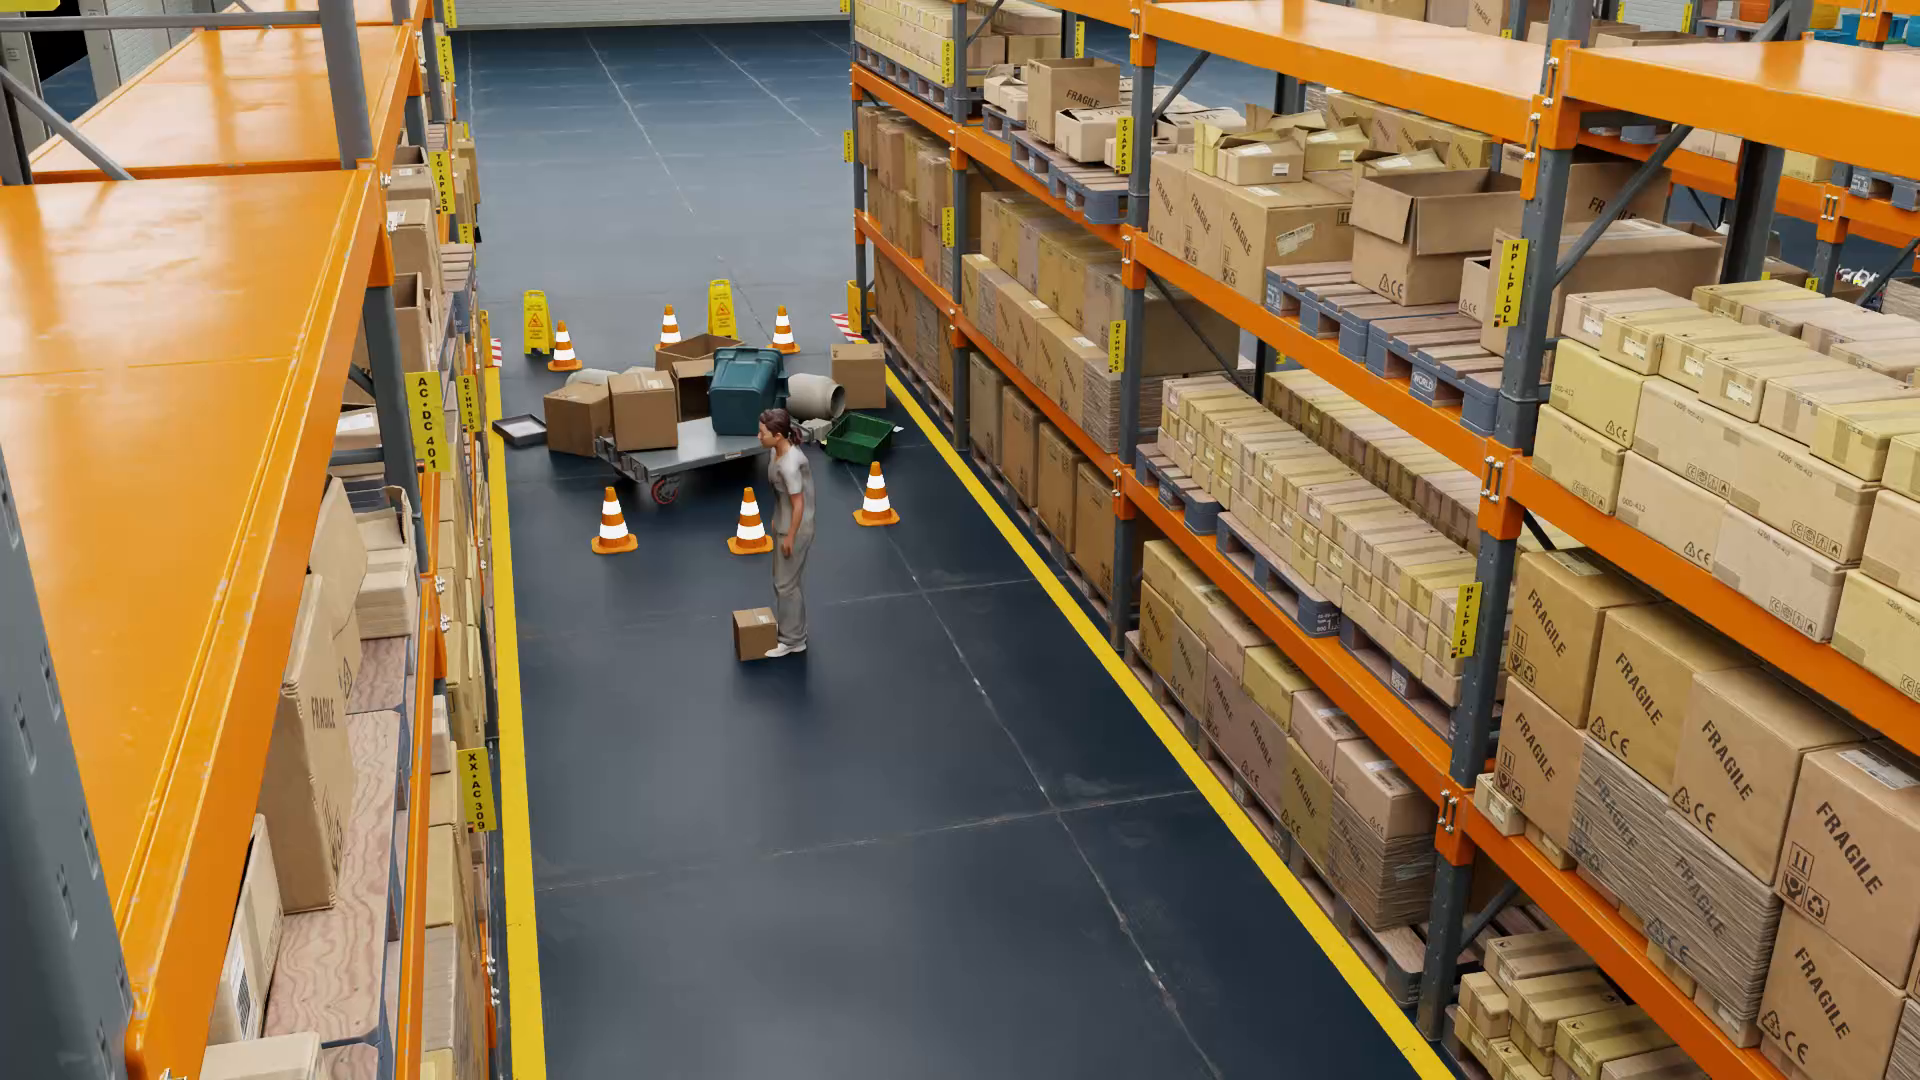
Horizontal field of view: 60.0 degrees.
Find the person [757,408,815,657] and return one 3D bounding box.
[{"bbox_3d":[-1.138,-0.063,10.746,0.404,1.673,0.489,-6,24,-14],"label":"person"}]
